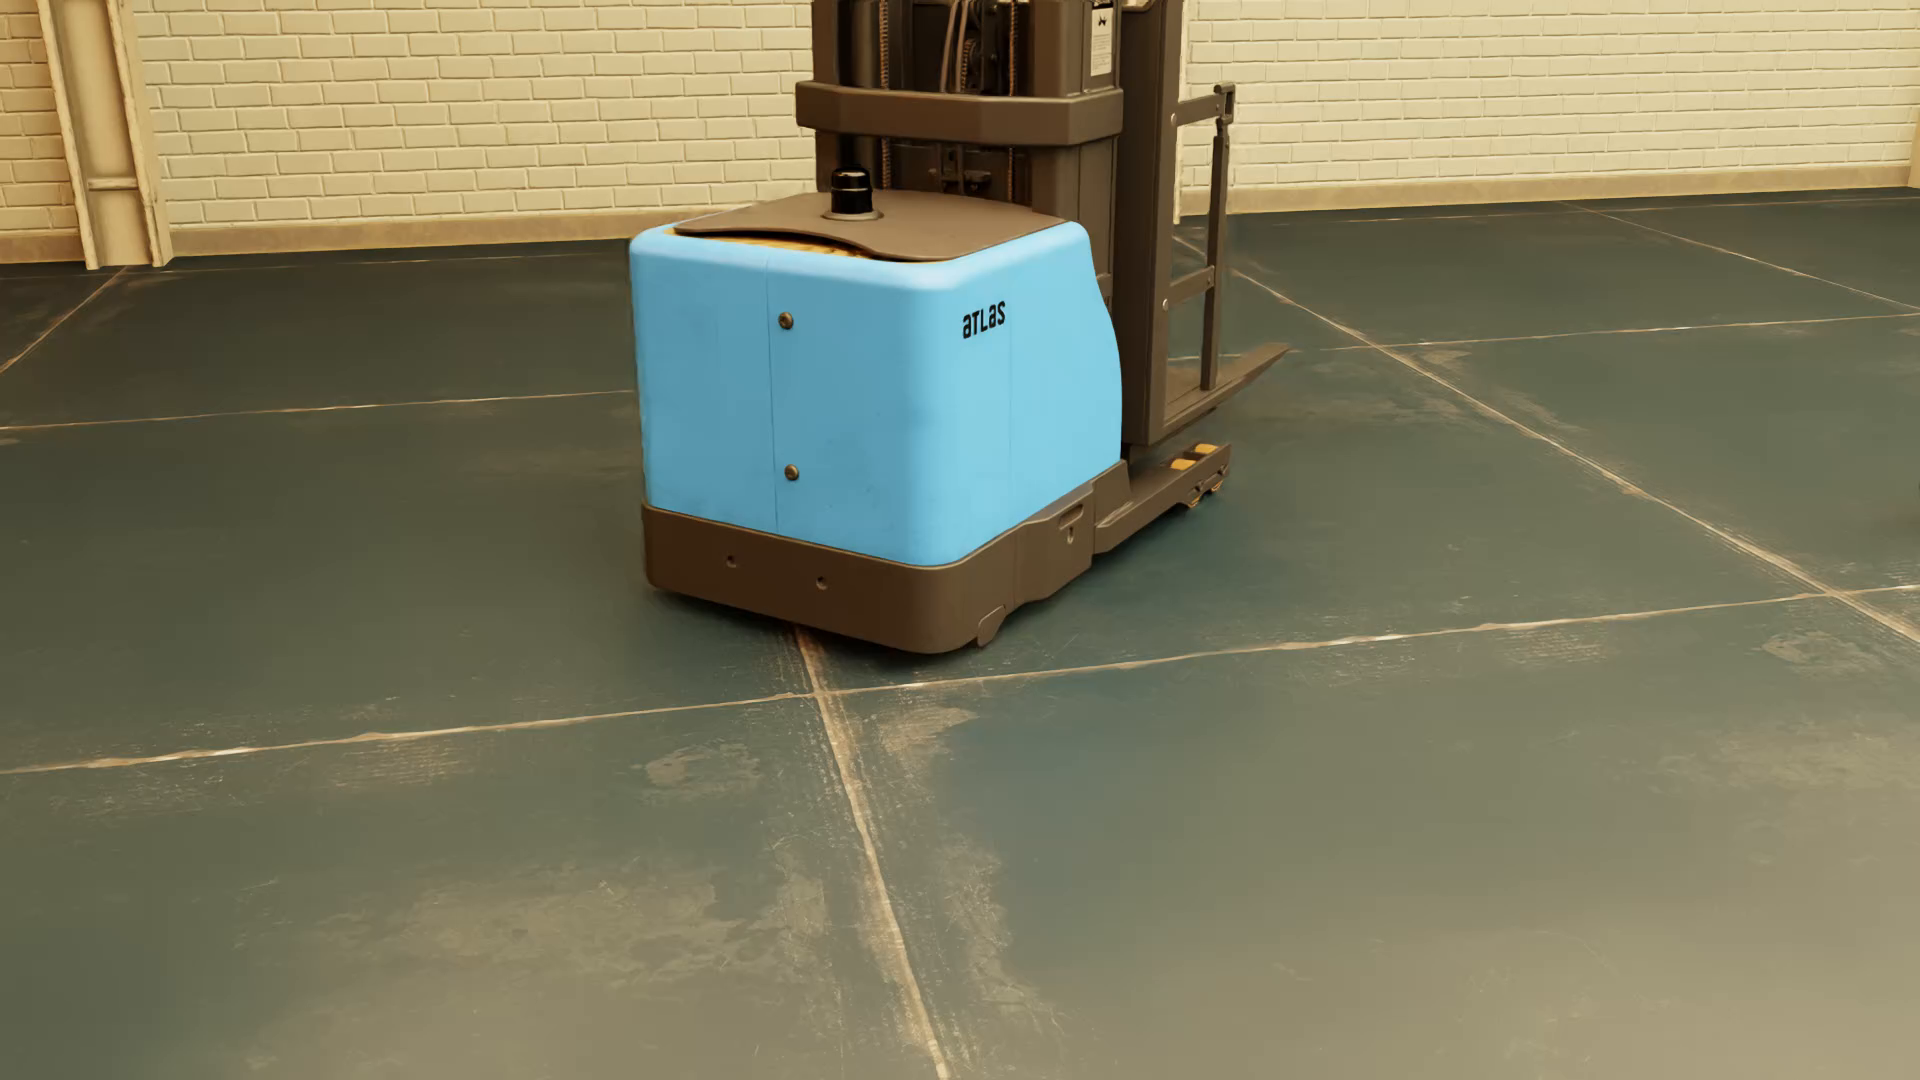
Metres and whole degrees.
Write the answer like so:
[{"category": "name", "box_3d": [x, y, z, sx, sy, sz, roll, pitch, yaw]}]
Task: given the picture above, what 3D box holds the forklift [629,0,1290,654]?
[{"category": "forklift", "box_3d": [0.279, -1.552, 5.252, 1.130, 2.935, 3.031, 12, 24, 29]}]
